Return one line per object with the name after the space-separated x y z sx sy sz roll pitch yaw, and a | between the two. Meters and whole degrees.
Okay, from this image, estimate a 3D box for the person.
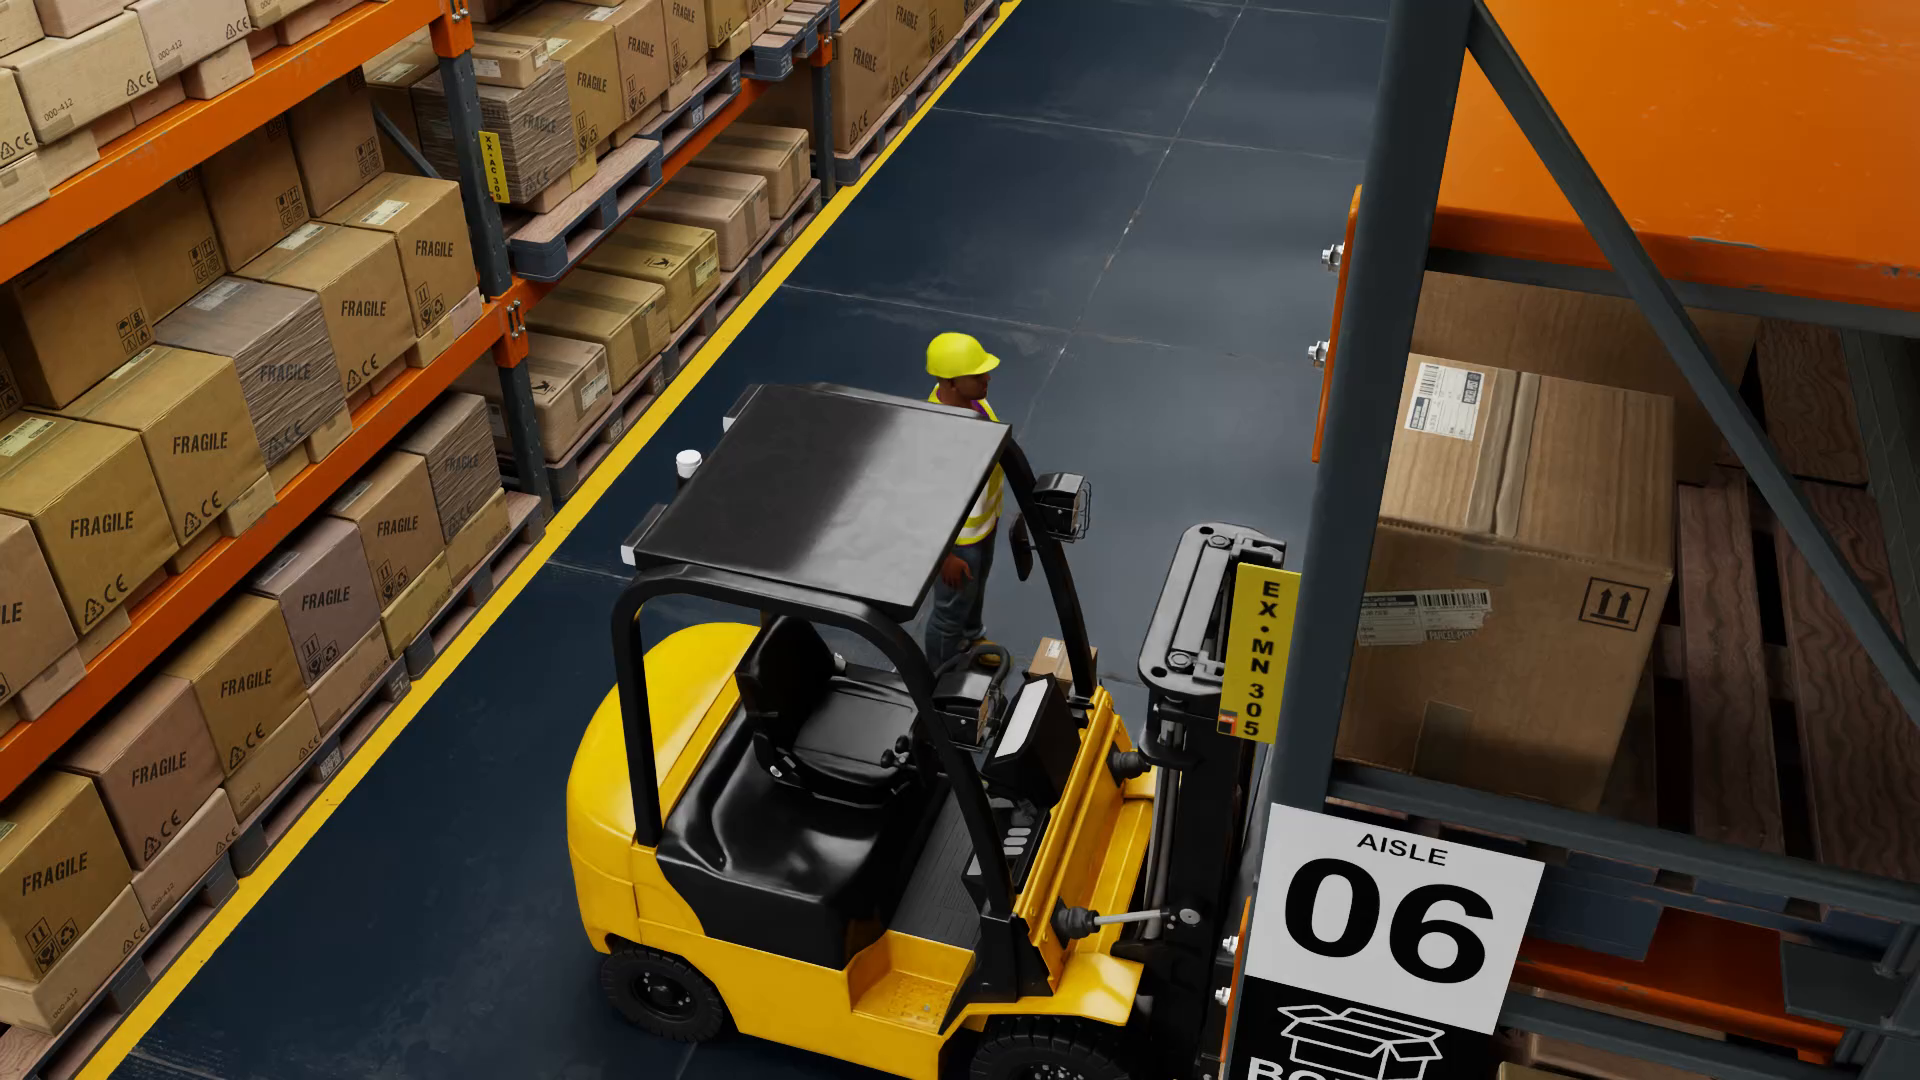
0.019 -0.075 6.965 0.379 1.766 0.576 11 38 14 | person
